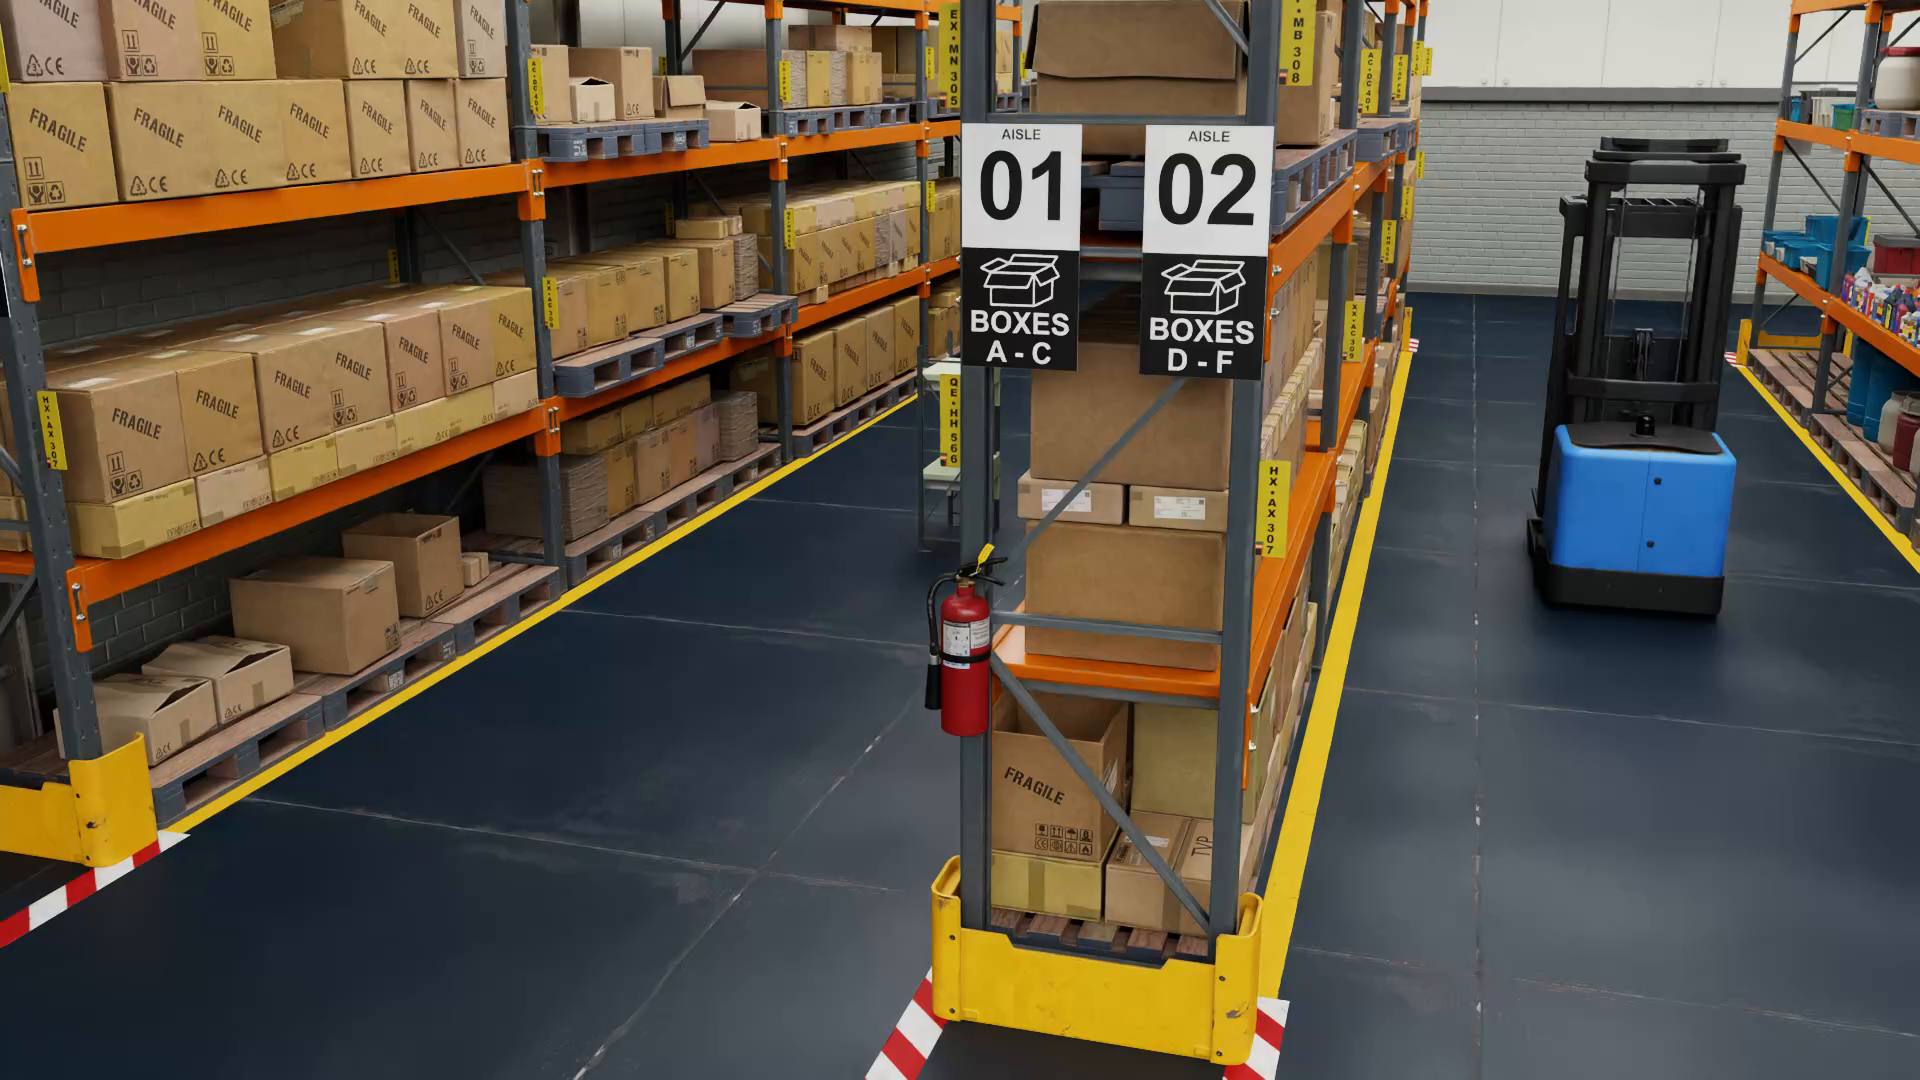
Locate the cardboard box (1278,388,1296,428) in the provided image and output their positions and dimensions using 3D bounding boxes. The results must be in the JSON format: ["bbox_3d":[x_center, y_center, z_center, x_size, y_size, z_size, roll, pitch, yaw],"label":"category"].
[{"bbox_3d":[1.326,-0.609,7.609,0.380,0.149,0.250,5,17,18],"label":"cardboard box"}]

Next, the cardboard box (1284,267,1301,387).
[{"bbox_3d":[1.228,-1.031,7.907,0.700,0.500,0.500,5,16,16],"label":"cardboard box"}]

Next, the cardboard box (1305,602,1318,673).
[{"bbox_3d":[1.711,0.520,9.267,0.500,0.250,0.500,5,16,16],"label":"cardboard box"}]

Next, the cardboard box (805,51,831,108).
[{"bbox_3d":[-1.628,-4.289,15.467,0.700,0.500,0.500,6,17,19],"label":"cardboard box"}]

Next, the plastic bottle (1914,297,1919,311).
[{"bbox_3d":[7.739,-1.819,13.460,0.061,0.283,0.133,5,16,16],"label":"plastic bottle"}]

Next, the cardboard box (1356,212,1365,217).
[{"bbox_3d":[3.558,-2.975,16.369,0.700,0.500,0.500,-1,16,-3],"label":"cardboard box"}]

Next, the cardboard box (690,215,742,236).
[{"bbox_3d":[-2.050,-2.648,13.989,0.380,0.149,0.250,2,16,9],"label":"cardboard box"}]

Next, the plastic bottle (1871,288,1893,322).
[{"bbox_3d":[7.829,-1.992,14.084,0.152,0.276,0.135,5,16,16],"label":"plastic bottle"}]

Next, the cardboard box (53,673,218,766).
[{"bbox_3d":[-3.971,0.832,8.019,0.500,0.311,0.500,3,16,10],"label":"cardboard box"}]

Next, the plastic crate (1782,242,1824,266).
[{"bbox_3d":[9.031,-3.058,17.810,0.416,0.233,0.300,5,16,16],"label":"plastic crate"}]

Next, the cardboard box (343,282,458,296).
[{"bbox_3d":[-3.451,-1.313,10.327,0.500,0.500,0.500,4,16,15],"label":"cardboard box"}]

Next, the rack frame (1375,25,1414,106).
[{"bbox_3d":[3.907,-5.718,15.997,1.000,3.000,0.127,5,16,16],"label":"rack frame"}]

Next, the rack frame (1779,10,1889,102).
[{"bbox_3d":[9.791,-6.379,18.329,1.000,3.000,0.127,5,16,16],"label":"rack frame"}]

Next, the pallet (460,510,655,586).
[{"bbox_3d":[-2.898,0.016,11.887,1.003,0.211,1.213,5,16,16],"label":"pallet"}]

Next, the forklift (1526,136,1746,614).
[{"bbox_3d":[4.673,-1.304,11.557,1.130,2.935,3.031,4,16,15],"label":"forklift"}]

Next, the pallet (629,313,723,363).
[{"bbox_3d":[-2.504,-1.555,12.666,1.003,0.211,1.213,5,16,16],"label":"pallet"}]

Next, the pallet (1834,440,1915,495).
[{"bbox_3d":[8.051,-0.586,14.010,1.003,0.211,1.213,5,16,16],"label":"pallet"}]

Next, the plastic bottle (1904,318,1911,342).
[{"bbox_3d":[7.478,-1.660,13.049,0.097,0.201,0.097,0,16,0],"label":"plastic bottle"}]

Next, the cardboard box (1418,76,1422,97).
[{"bbox_3d":[5.142,-5.336,19.505,0.500,0.250,0.500,5,16,16],"label":"cardboard box"}]

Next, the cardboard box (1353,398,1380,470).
[{"bbox_3d":[3.173,-0.891,13.749,0.500,0.500,0.500,5,17,18],"label":"cardboard box"}]

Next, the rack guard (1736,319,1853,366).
[{"bbox_3d":[9.786,-2.298,19.515,1.175,0.500,0.348,5,16,16],"label":"rack guard"}]

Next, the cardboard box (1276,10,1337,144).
[{"bbox_3d":[1.230,-1.866,6.705,0.500,0.500,0.500,5,16,16],"label":"cardboard box"}]

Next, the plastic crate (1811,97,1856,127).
[{"bbox_3d":[8.866,-4.323,16.795,0.437,0.282,0.530,5,16,16],"label":"plastic crate"}]

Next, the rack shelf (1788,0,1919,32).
[{"bbox_3d":[9.223,-5.318,16.637,1.077,0.370,4.000,5,16,16],"label":"rack shelf"}]

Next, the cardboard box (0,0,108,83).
[{"bbox_3d":[-3.912,-2.139,6.825,0.500,0.500,0.500,3,16,12],"label":"cardboard box"}]

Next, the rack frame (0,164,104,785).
[{"bbox_3d":[-4.254,-0.075,7.098,1.000,3.000,0.127,5,16,16],"label":"rack frame"}]

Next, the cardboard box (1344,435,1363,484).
[{"bbox_3d":[2.716,-0.642,12.336,0.500,0.311,0.500,4,16,15],"label":"cardboard box"}]

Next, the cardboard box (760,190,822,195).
[{"bbox_3d":[-1.657,-3.271,16.226,0.500,0.250,0.500,4,16,15],"label":"cardboard box"}]

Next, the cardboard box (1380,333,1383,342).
[{"bbox_3d":[4.436,-2.334,18.831,0.797,0.503,0.637,5,16,16],"label":"cardboard box"}]

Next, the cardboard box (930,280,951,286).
[{"bbox_3d":[-0.325,-3.098,20.379,0.380,0.149,0.250,5,17,16],"label":"cardboard box"}]

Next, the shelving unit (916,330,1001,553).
[{"bbox_3d":[-0.002,-0.720,12.119,0.431,1.500,0.755,5,16,16],"label":"shelving unit"}]

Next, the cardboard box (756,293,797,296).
[{"bbox_3d":[-1.665,-2.125,14.749,0.380,0.149,0.250,4,16,15],"label":"cardboard box"}]

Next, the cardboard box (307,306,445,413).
[{"bbox_3d":[-3.245,-1.011,9.259,0.500,0.500,0.500,4,16,14],"label":"cardboard box"}]

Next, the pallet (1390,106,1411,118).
[{"bbox_3d":[3.654,-4.019,15.850,1.213,0.211,1.003,5,16,16],"label":"pallet"}]

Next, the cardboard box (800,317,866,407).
[{"bbox_3d":[-1.391,-1.747,16.162,0.750,0.750,0.750,5,16,16],"label":"cardboard box"}]

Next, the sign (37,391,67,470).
[{"bbox_3d":[-3.734,-0.450,6.832,0.100,0.325,0.005,5,16,16],"label":"sign"}]

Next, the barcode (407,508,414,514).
[{"bbox_3d":[-3.501,-0.162,10.593,0.001,0.075,0.075,5,16,16],"label":"barcode"}]

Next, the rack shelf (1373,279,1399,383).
[{"bbox_3d":[3.338,-1.962,15.069,1.077,0.370,4.000,5,16,16],"label":"rack shelf"}]

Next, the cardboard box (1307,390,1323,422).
[{"bbox_3d":[2.081,-0.834,10.233,0.380,0.149,0.250,5,16,16],"label":"cardboard box"}]

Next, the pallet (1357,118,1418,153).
[{"bbox_3d":[2.663,-2.953,12.093,1.213,0.211,1.003,5,17,18],"label":"pallet"}]

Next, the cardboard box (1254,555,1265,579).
[{"bbox_3d":[0.933,-0.129,7.103,0.700,0.500,0.500,5,17,16],"label":"cardboard box"}]

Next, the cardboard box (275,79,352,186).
[{"bbox_3d":[-3.457,-2.060,8.378,0.500,0.500,0.500,6,17,19],"label":"cardboard box"}]

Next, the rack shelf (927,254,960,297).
[{"bbox_3d":[-0.276,-3.392,20.110,1.077,0.370,4.000,5,16,16],"label":"rack shelf"}]

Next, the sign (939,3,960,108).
[{"bbox_3d":[-0.020,-1.569,5.389,0.100,0.325,0.005,5,16,16],"label":"sign"}]

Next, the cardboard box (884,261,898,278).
[{"bbox_3d":[-0.853,-2.787,17.084,0.380,0.149,0.250,5,16,16],"label":"cardboard box"}]

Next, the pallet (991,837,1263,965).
[{"bbox_3d":[0.674,1.446,6.845,1.003,0.211,1.213,5,16,16],"label":"pallet"}]

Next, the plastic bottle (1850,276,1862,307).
[{"bbox_3d":[8.061,-2.230,14.930,0.097,0.271,0.097,0,16,0],"label":"plastic bottle"}]

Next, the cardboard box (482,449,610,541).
[{"bbox_3d":[-2.924,-0.325,11.752,0.700,0.500,0.500,5,17,18],"label":"cardboard box"}]

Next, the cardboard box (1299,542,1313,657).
[{"bbox_3d":[1.558,0.289,8.707,0.500,0.500,0.500,5,16,16],"label":"cardboard box"}]

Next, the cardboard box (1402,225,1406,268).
[{"bbox_3d":[4.455,-3.126,17.671,0.500,0.500,0.500,5,17,17],"label":"cardboard box"}]

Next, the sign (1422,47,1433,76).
[{"bbox_3d":[5.570,-5.699,19.805,0.100,0.325,0.005,5,16,16],"label":"sign"}]

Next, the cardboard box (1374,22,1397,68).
[{"bbox_3d":[4.008,-4.934,16.716,0.700,0.500,0.500,5,16,16],"label":"cardboard box"}]
